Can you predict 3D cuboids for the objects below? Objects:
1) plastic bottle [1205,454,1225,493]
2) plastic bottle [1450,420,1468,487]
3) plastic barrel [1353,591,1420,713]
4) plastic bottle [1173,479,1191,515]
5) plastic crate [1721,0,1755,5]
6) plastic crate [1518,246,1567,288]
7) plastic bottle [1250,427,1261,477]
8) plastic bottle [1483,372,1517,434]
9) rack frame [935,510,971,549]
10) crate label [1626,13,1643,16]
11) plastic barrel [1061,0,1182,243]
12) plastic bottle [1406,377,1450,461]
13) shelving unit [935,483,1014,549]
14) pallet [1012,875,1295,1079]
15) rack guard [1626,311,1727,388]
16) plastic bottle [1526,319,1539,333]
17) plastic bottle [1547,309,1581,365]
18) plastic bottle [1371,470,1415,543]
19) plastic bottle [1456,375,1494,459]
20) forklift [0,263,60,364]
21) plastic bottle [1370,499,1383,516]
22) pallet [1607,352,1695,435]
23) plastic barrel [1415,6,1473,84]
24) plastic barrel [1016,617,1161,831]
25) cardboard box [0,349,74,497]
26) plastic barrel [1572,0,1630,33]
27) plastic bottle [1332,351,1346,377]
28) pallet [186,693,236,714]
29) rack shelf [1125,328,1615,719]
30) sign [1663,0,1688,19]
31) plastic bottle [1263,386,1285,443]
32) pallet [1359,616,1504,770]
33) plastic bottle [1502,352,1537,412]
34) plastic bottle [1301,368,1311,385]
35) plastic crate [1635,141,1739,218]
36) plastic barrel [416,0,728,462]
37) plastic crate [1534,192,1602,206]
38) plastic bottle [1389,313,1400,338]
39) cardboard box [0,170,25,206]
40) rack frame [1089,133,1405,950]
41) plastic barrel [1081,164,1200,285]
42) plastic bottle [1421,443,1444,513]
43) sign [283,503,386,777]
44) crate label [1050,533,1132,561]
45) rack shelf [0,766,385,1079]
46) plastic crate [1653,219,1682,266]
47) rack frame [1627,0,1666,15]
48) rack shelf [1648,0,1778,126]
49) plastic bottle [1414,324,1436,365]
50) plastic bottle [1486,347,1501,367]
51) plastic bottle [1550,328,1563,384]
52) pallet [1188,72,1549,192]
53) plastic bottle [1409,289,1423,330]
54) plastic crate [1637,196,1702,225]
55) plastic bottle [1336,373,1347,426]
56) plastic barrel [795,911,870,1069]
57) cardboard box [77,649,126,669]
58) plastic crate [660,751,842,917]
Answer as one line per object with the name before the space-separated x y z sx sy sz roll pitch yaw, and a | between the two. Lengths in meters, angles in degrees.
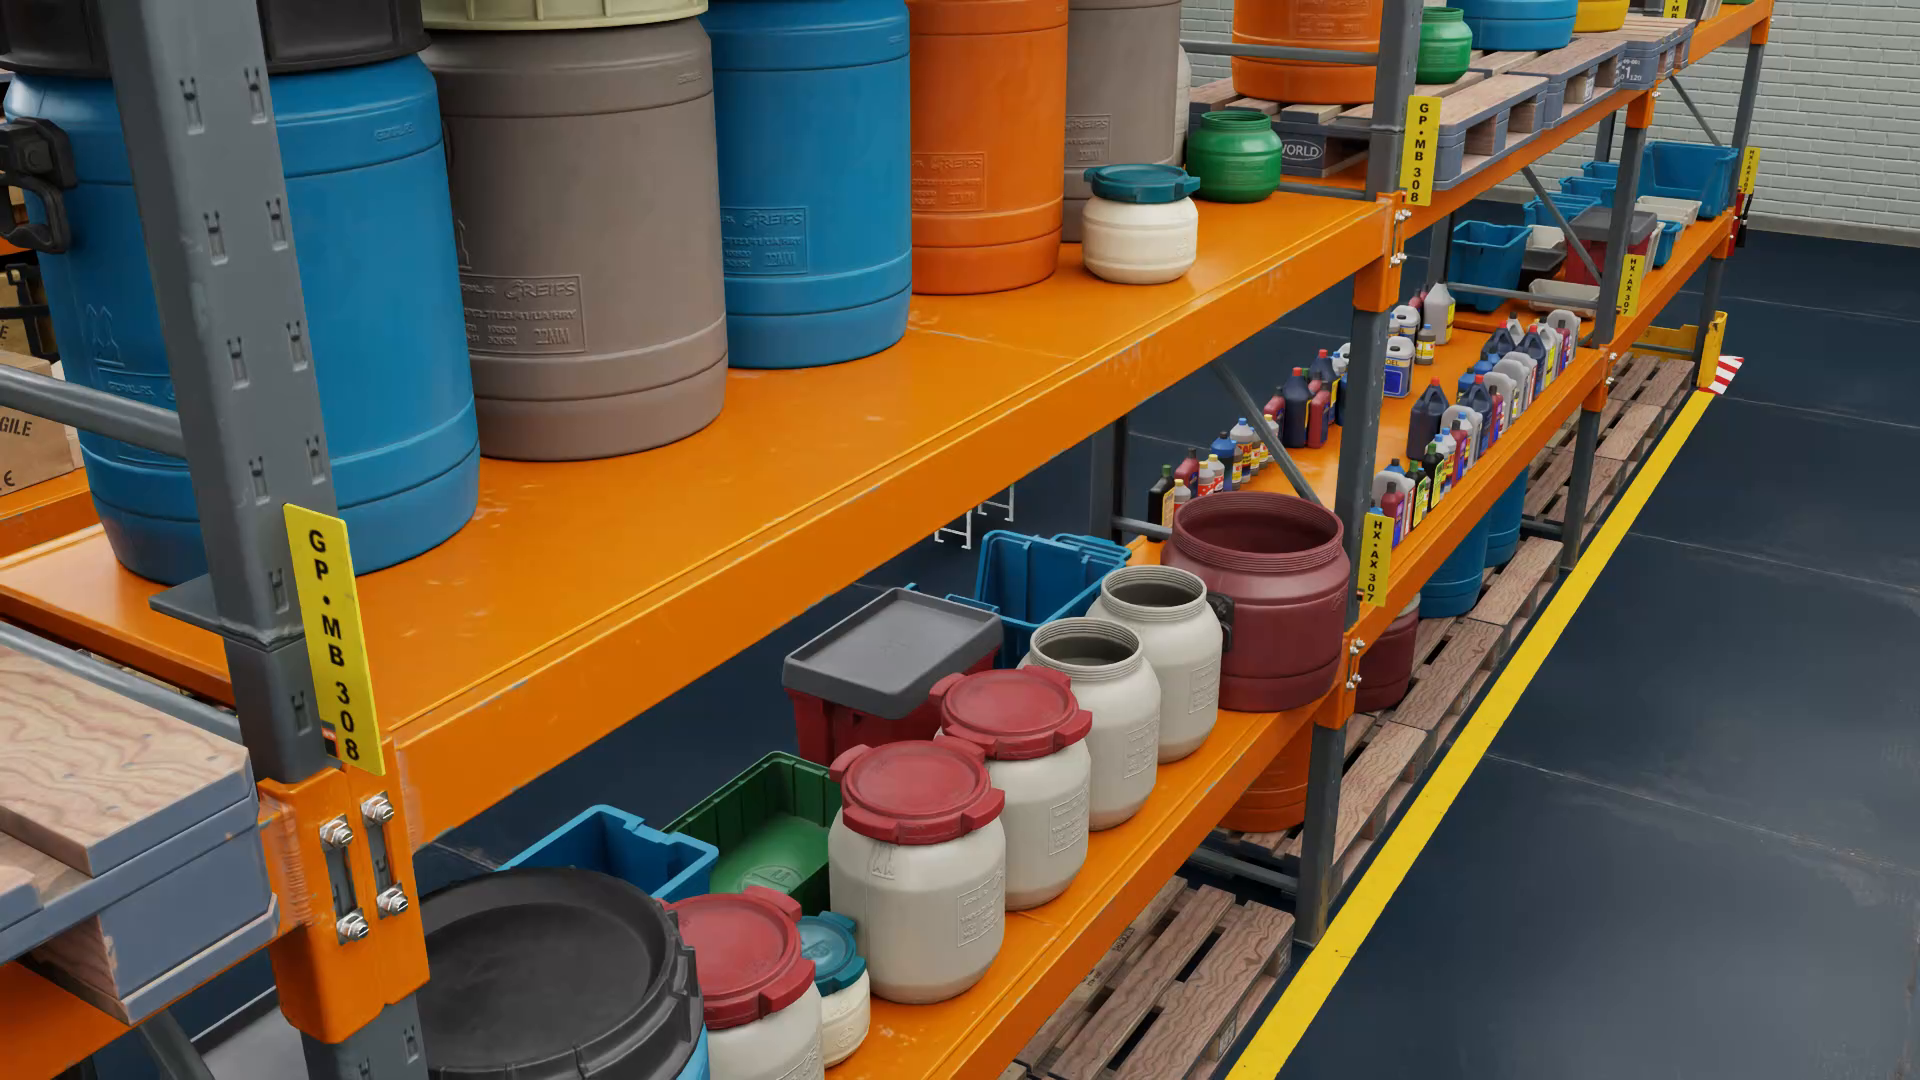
plastic bottle | 1.030 -0.251 6.803 0.097 0.201 0.097 0 23 0
plastic bottle | 2.081 -0.375 6.988 0.061 0.283 0.133 14 27 29
plastic barrel | 1.769 0.394 7.571 0.600 0.588 0.708 14 27 29
plastic bottle | 0.857 -0.140 6.547 0.097 0.201 0.097 0 23 0
plastic crate | 4.872 -3.557 10.681 0.450 0.188 0.336 14 27 29
plastic crate | 3.402 -1.655 10.069 0.437 0.125 0.590 14 27 29
plastic bottle | 1.235 -0.382 7.107 0.097 0.201 0.097 0 23 0
plastic bottle | 2.454 -0.645 7.621 0.152 0.276 0.135 14 27 29
rack frame | -0.041 -0.524 9.450 0.240 1.200 0.015 14 27 29
crate label | 3.543 -2.680 8.721 0.293 0.136 0.466 14 27 29
plastic barrel | 0.312 -1.345 4.674 0.600 0.901 0.600 0 23 0
plastic bottle | 2.051 -0.533 7.268 0.144 0.351 0.185 14 27 29
shelving unit | 0.087 -0.606 9.641 0.258 1.200 0.503 14 27 29
pallet | 0.488 1.563 5.874 1.003 0.211 1.213 14 27 29
rack guard | 5.151 -1.534 12.664 1.175 0.500 0.348 14 27 29
plastic bottle | 2.991 -1.048 8.645 0.097 0.201 0.097 0 23 0
plastic bottle | 3.106 -1.062 8.584 0.152 0.276 0.135 14 27 29
plastic bottle | 1.677 -0.147 6.471 0.152 0.276 0.135 14 27 29
plastic bottle | 2.252 -0.547 7.299 0.144 0.351 0.185 14 27 29
forklift | -5.414 -1.644 9.859 3.031 2.935 1.130 -7 25 -17
plastic bottle | 1.517 -0.023 6.188 0.097 0.271 0.097 0 23 0
pallet | 4.682 -1.120 12.072 1.003 0.211 1.213 14 27 29
plastic barrel | 1.684 -1.777 5.971 0.294 0.245 0.294 0 23 0
plastic barrel | 0.346 0.513 4.649 0.421 0.512 0.421 0 23 0
cardboard box | -4.148 -0.485 6.970 0.500 0.500 0.500 12 26 26
plastic barrel | 2.731 -2.625 7.497 0.600 0.588 0.600 0 23 0
plastic bottle | 1.777 -0.760 7.893 0.097 0.271 0.097 0 23 0
pallet | -3.744 0.540 8.237 1.003 0.211 1.213 14 27 29
rack shelf | 1.985 -0.315 7.607 1.077 0.370 4.000 14 27 29
sign | 3.506 -2.585 8.158 0.100 0.325 0.005 14 27 29
plastic bottle | 1.383 -0.528 7.341 0.061 0.283 0.133 14 27 29
pallet | 1.954 0.625 8.041 1.003 0.211 1.213 14 27 29
plastic bottle | 2.648 -0.769 7.906 0.152 0.276 0.135 14 27 29
plastic bottle | 1.551 -0.635 7.589 0.061 0.283 0.133 14 27 29
plastic crate | 5.132 -2.562 11.772 0.616 0.435 0.499 14 27 29
plastic barrel | -0.751 -0.664 3.102 0.600 0.901 0.600 0 23 0
plastic crate | 4.045 -2.162 11.104 0.416 0.233 0.300 14 27 29
plastic bottle | 2.194 -1.028 8.510 0.097 0.271 0.097 0 23 0
cardboard box | -6.729 -2.523 11.276 0.500 0.500 0.500 15 28 31
rack frame | 0.930 0.030 5.905 1.000 3.000 0.127 14 27 29
plastic barrel | 0.457 -0.805 4.232 0.301 0.262 0.301 0 23 0
plastic bottle | 1.908 -0.264 6.732 0.061 0.283 0.133 14 27 29
sign | -0.719 0.118 1.914 0.100 0.325 0.005 14 27 29
crate label | 0.389 0.171 5.791 0.303 0.233 0.416 14 27 29
rack shelf | -2.235 1.009 0.774 1.077 0.370 4.000 14 27 29
plastic crate | 4.284 -1.874 10.438 0.416 0.233 0.300 14 27 29
rack frame | 3.040 -4.073 7.832 1.000 3.000 0.127 14 27 29
rack shelf | 4.095 -3.041 10.130 1.077 0.370 4.000 14 27 29
plastic bottle | 2.395 -1.009 8.555 0.097 0.201 0.097 0 23 0
plastic bottle | 2.532 -0.786 7.953 0.097 0.271 0.097 0 23 0
plastic bottle | 2.914 -0.939 8.299 0.152 0.276 0.135 14 27 29
pallet | 1.416 -1.497 5.895 1.003 0.211 1.213 14 27 29
plastic bottle | 2.413 -1.187 8.863 0.061 0.283 0.133 14 27 29
plastic crate | 4.873 -2.263 11.459 0.396 0.136 0.243 14 27 29
plastic bottle | 1.796 -0.664 7.671 0.097 0.271 0.097 0 23 0
plastic barrel | -0.352 1.029 3.771 0.301 0.262 0.301 0 23 0
cardboard box | -3.881 0.377 7.329 0.500 0.311 0.500 14 27 29
plastic crate | -0.501 0.830 4.323 0.450 0.188 0.662 14 27 29
